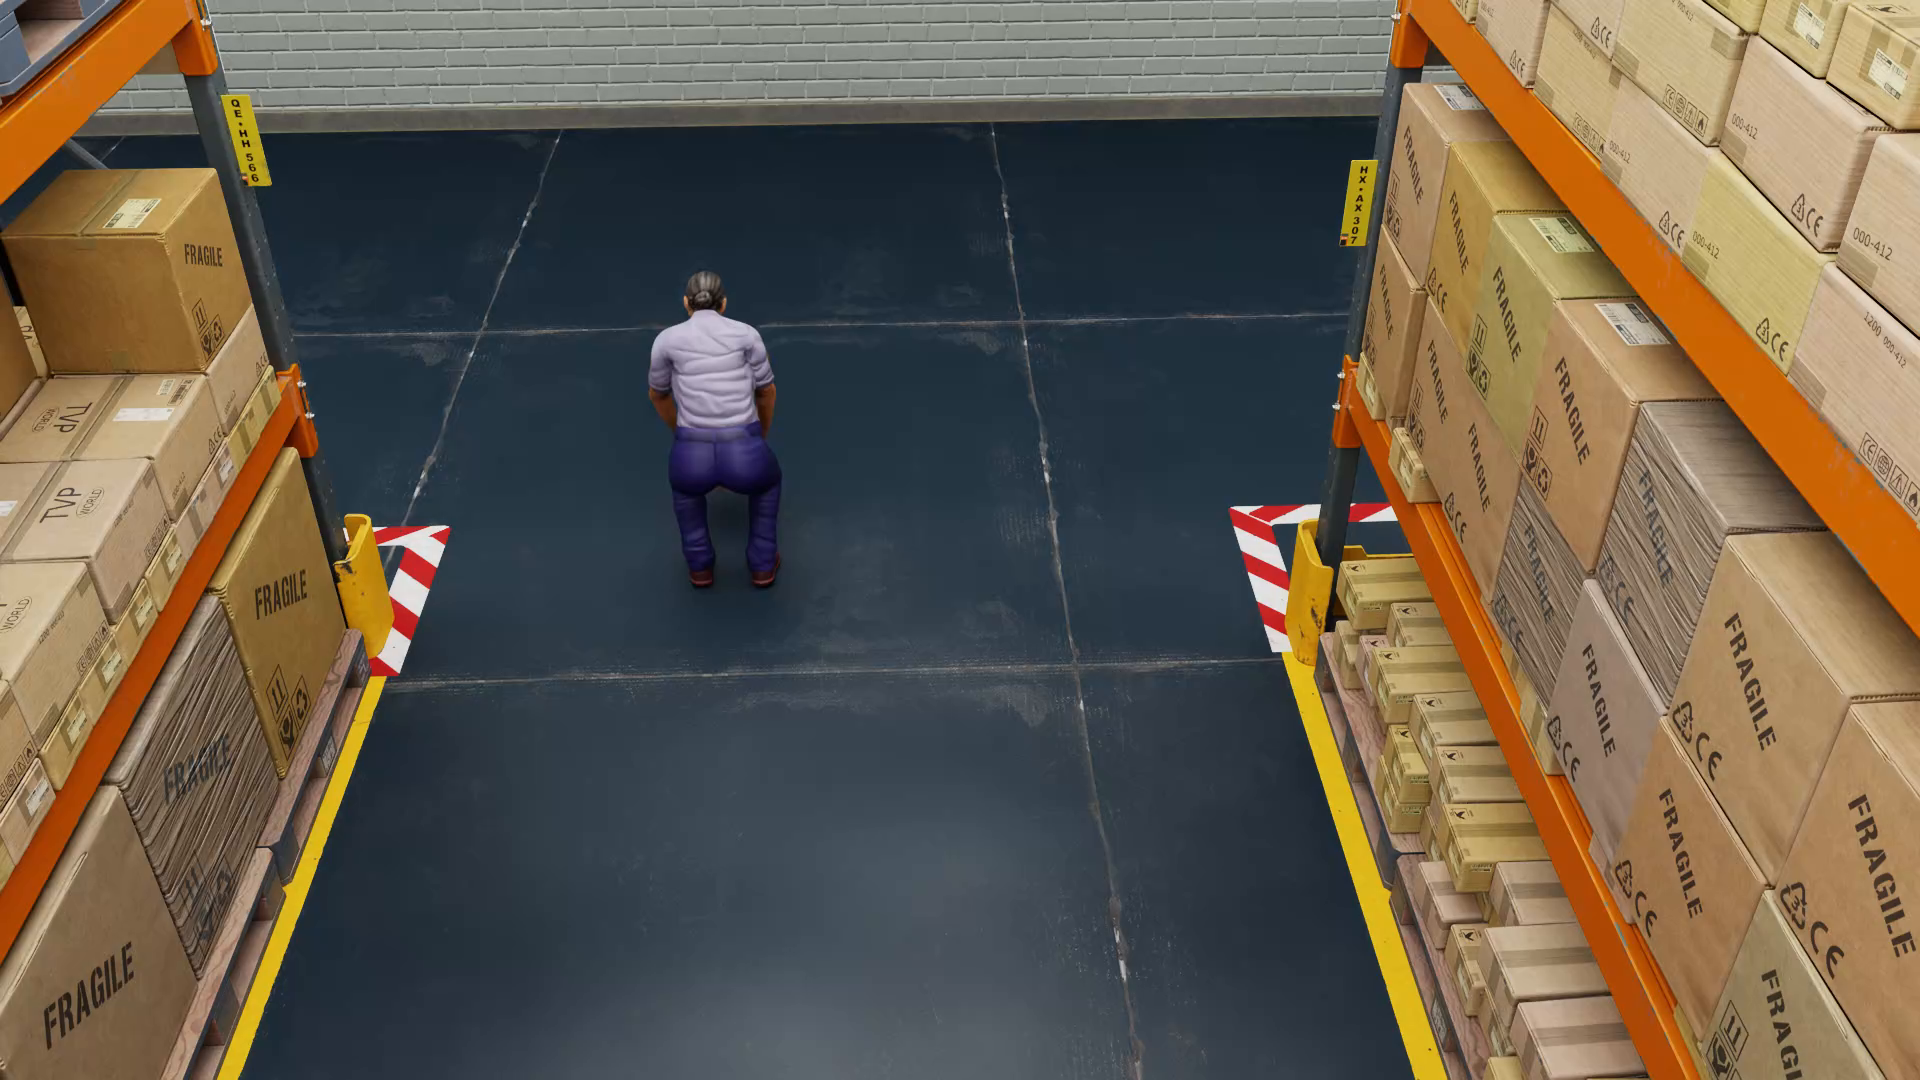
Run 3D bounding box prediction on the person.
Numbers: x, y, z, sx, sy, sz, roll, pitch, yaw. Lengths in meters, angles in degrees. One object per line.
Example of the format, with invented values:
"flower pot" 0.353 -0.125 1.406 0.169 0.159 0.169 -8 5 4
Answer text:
"person" -1.043 -0.423 7.049 0.536 1.314 0.688 -1 35 -2
